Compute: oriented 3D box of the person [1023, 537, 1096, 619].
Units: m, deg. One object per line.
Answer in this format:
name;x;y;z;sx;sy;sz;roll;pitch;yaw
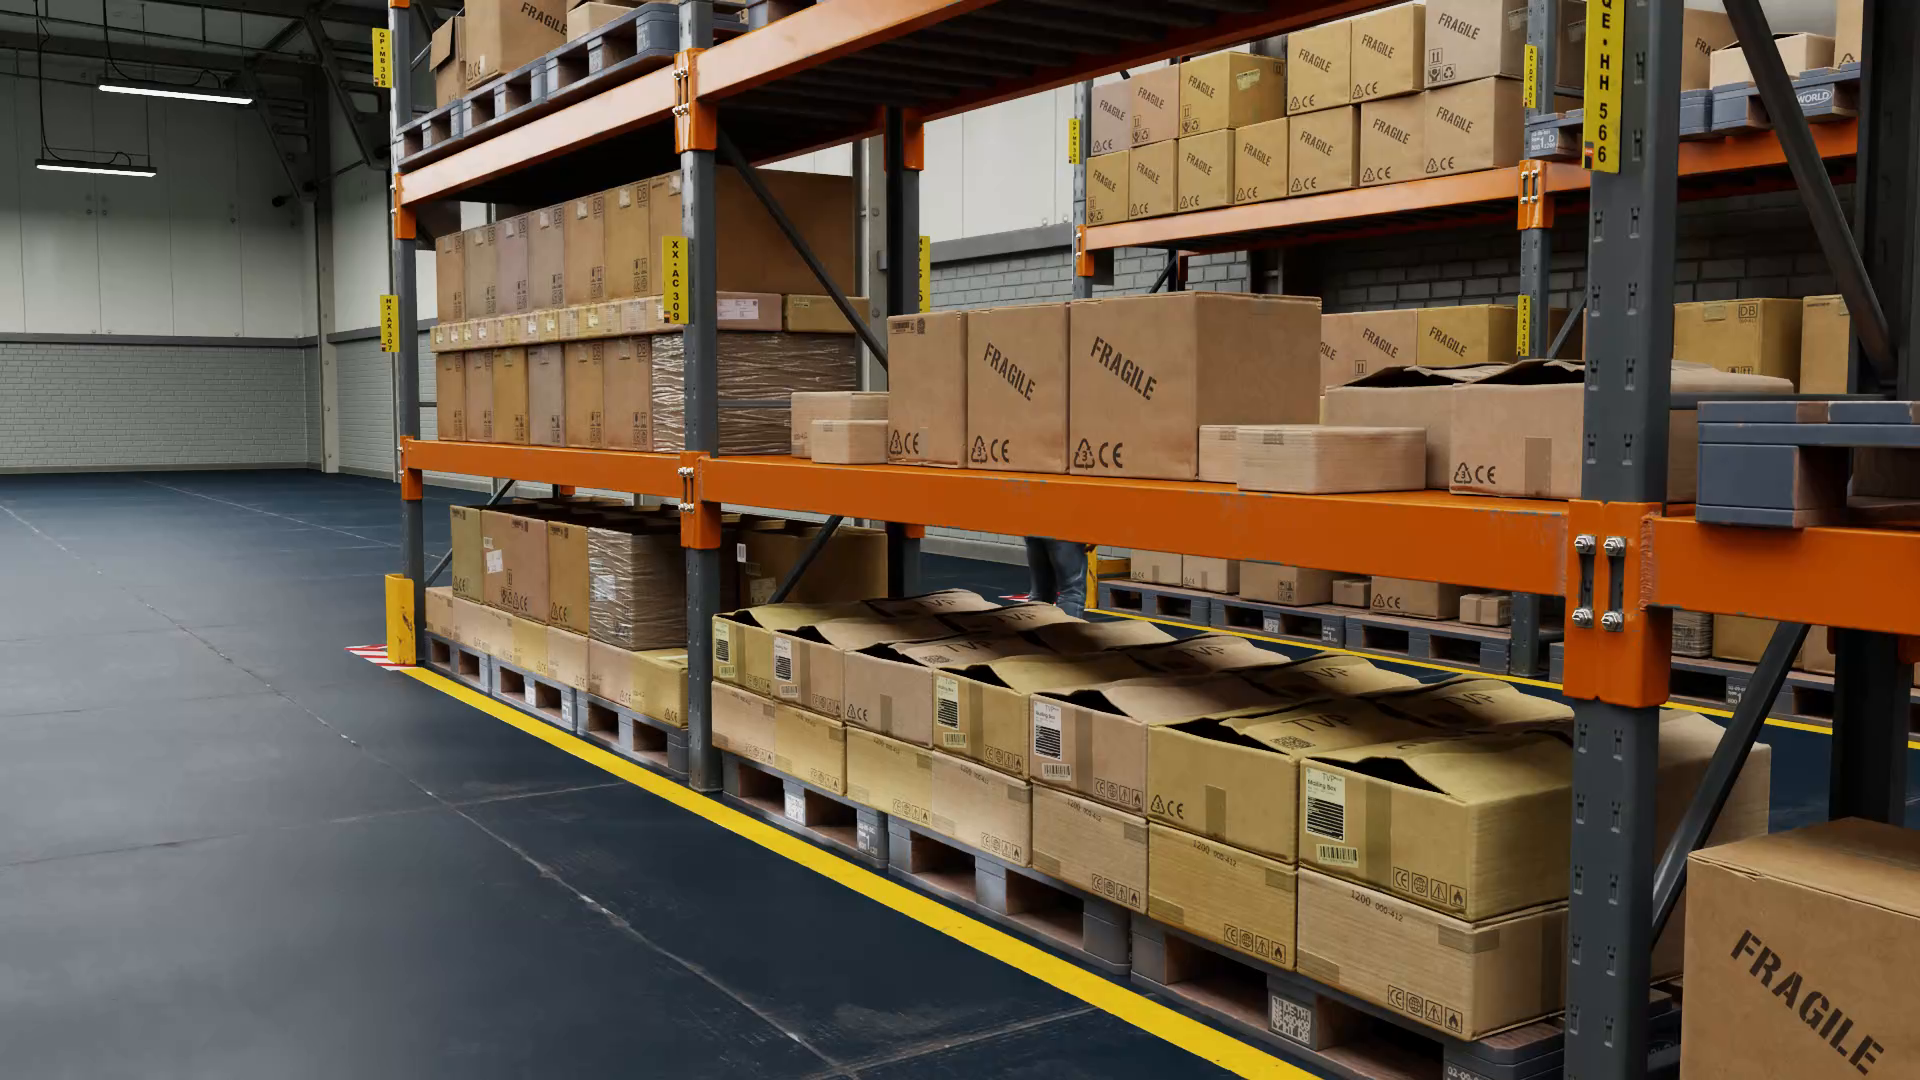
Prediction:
person;0.532;-0.113;9.113;0.460;1.760;0.625;-3;6;-34
